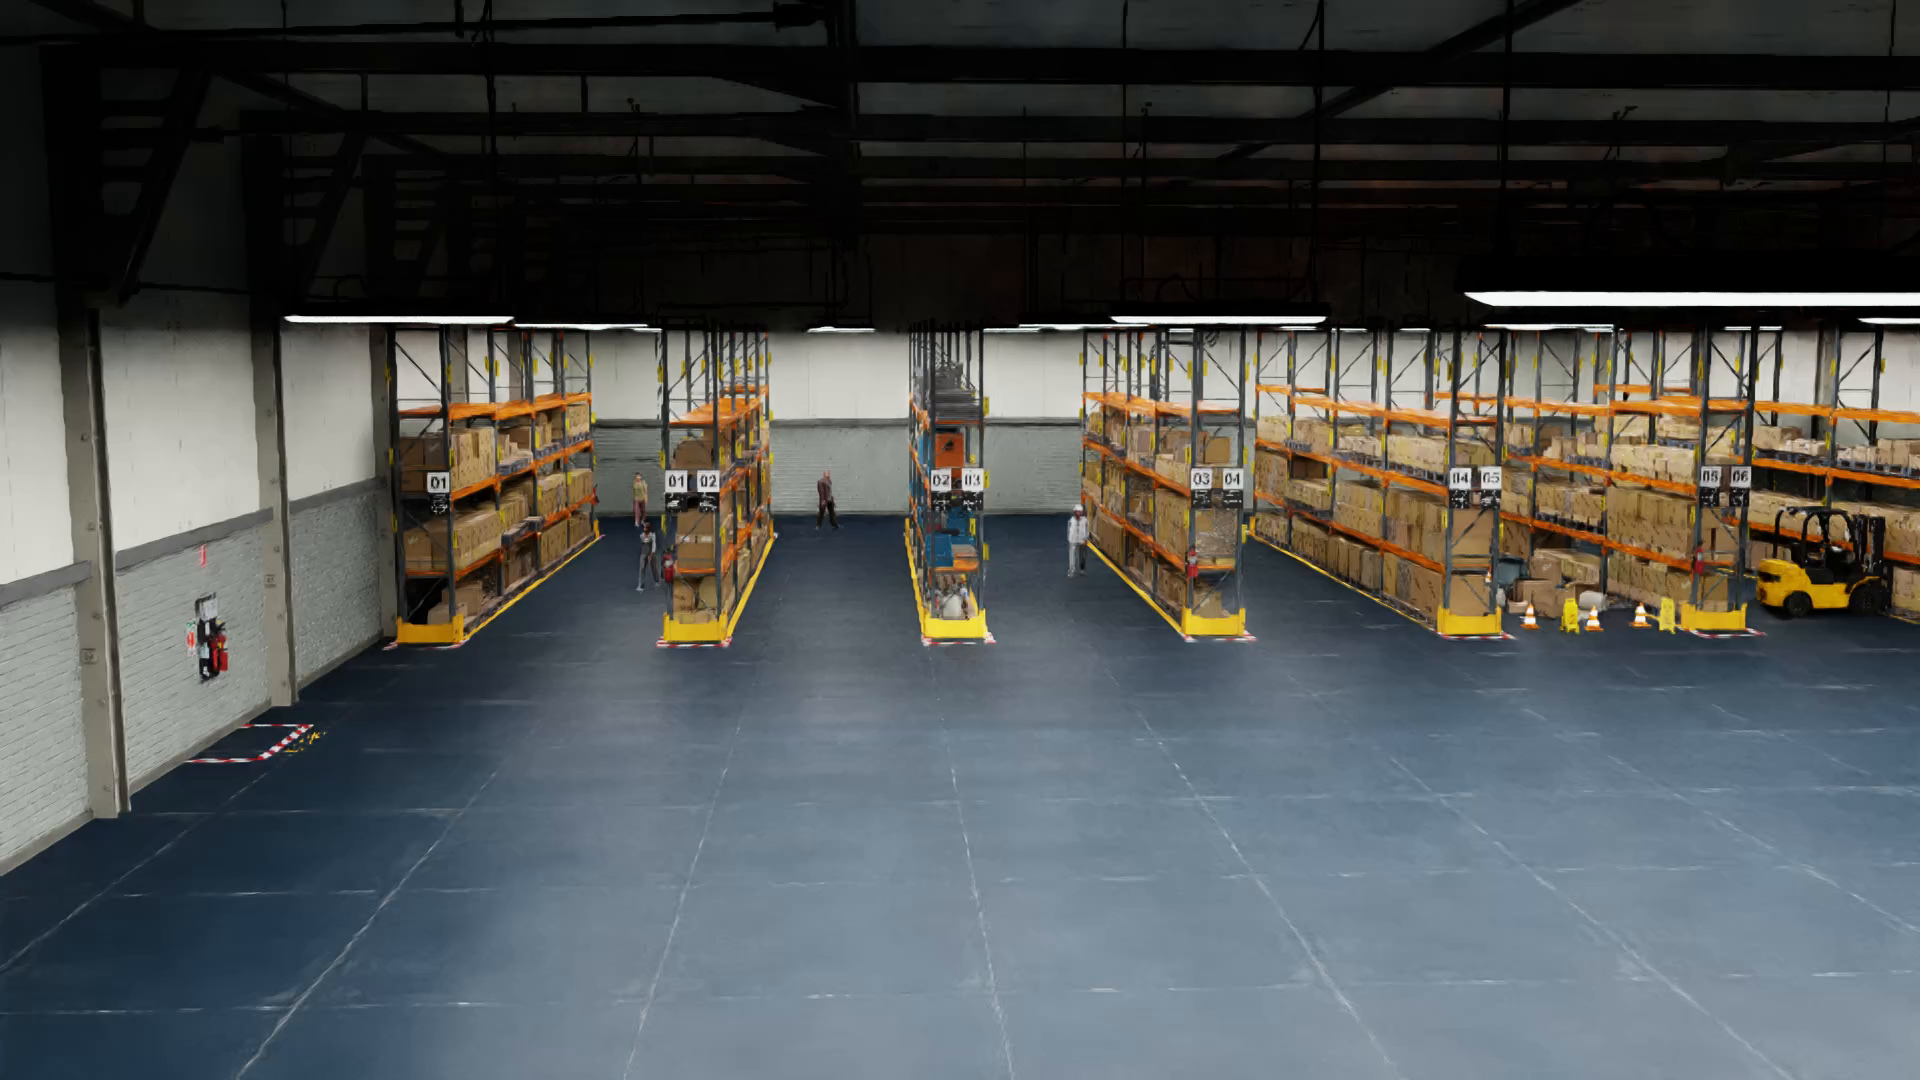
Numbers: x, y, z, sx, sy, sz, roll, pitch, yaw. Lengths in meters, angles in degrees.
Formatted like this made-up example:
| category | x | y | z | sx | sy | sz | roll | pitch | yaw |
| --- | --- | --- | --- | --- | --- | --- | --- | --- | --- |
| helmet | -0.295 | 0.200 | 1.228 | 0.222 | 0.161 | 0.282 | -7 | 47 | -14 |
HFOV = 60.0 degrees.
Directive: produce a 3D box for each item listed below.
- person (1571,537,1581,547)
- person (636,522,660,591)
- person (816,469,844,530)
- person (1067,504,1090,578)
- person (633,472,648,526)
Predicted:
| category | x | y | z | sx | sy | sz | roll | pitch | yaw |
| --- | --- | --- | --- | --- | --- | --- | --- | --- | --- |
| person | 16.549 | -0.674 | 45.060 | 0.565 | 1.657 | 0.610 | 2 | 7 | 19 |
| person | -6.983 | 0.347 | 37.295 | 0.406 | 1.534 | 0.961 | 1 | 7 | 7 |
| person | -3.887 | -1.190 | 48.731 | 0.613 | 1.768 | 0.778 | 5 | 9 | 35 |
| person | 2.803 | 0.011 | 39.314 | 0.539 | 1.714 | 1.033 | 1 | 7 | 6 |
| person | -9.584 | -1.235 | 49.839 | 0.458 | 1.610 | 1.019 | -1 | 7 | -4 |
